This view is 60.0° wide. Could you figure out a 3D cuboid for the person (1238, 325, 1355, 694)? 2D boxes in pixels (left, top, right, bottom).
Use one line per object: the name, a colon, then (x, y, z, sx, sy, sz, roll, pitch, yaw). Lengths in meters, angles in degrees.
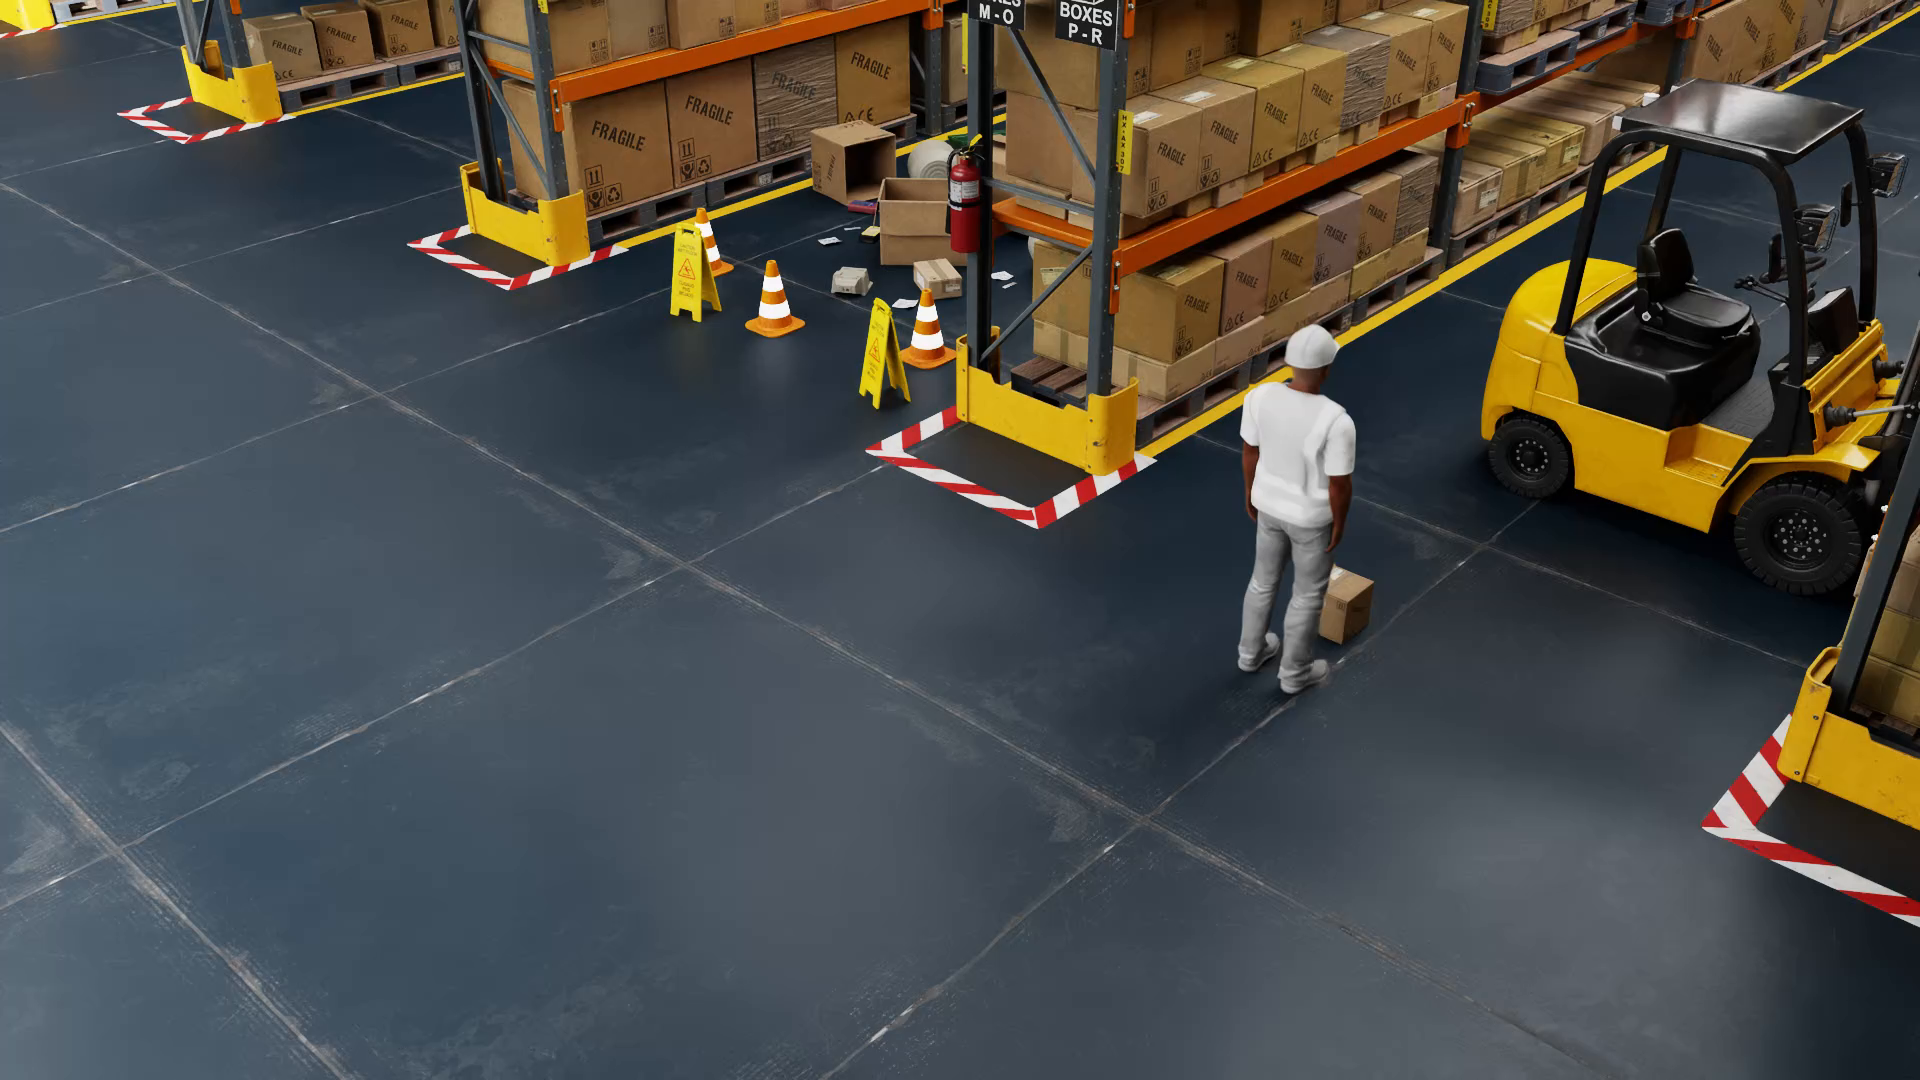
person: (1.504, -0.142, 7.478, 0.560, 1.767, 0.351, 26, 40, 36)
